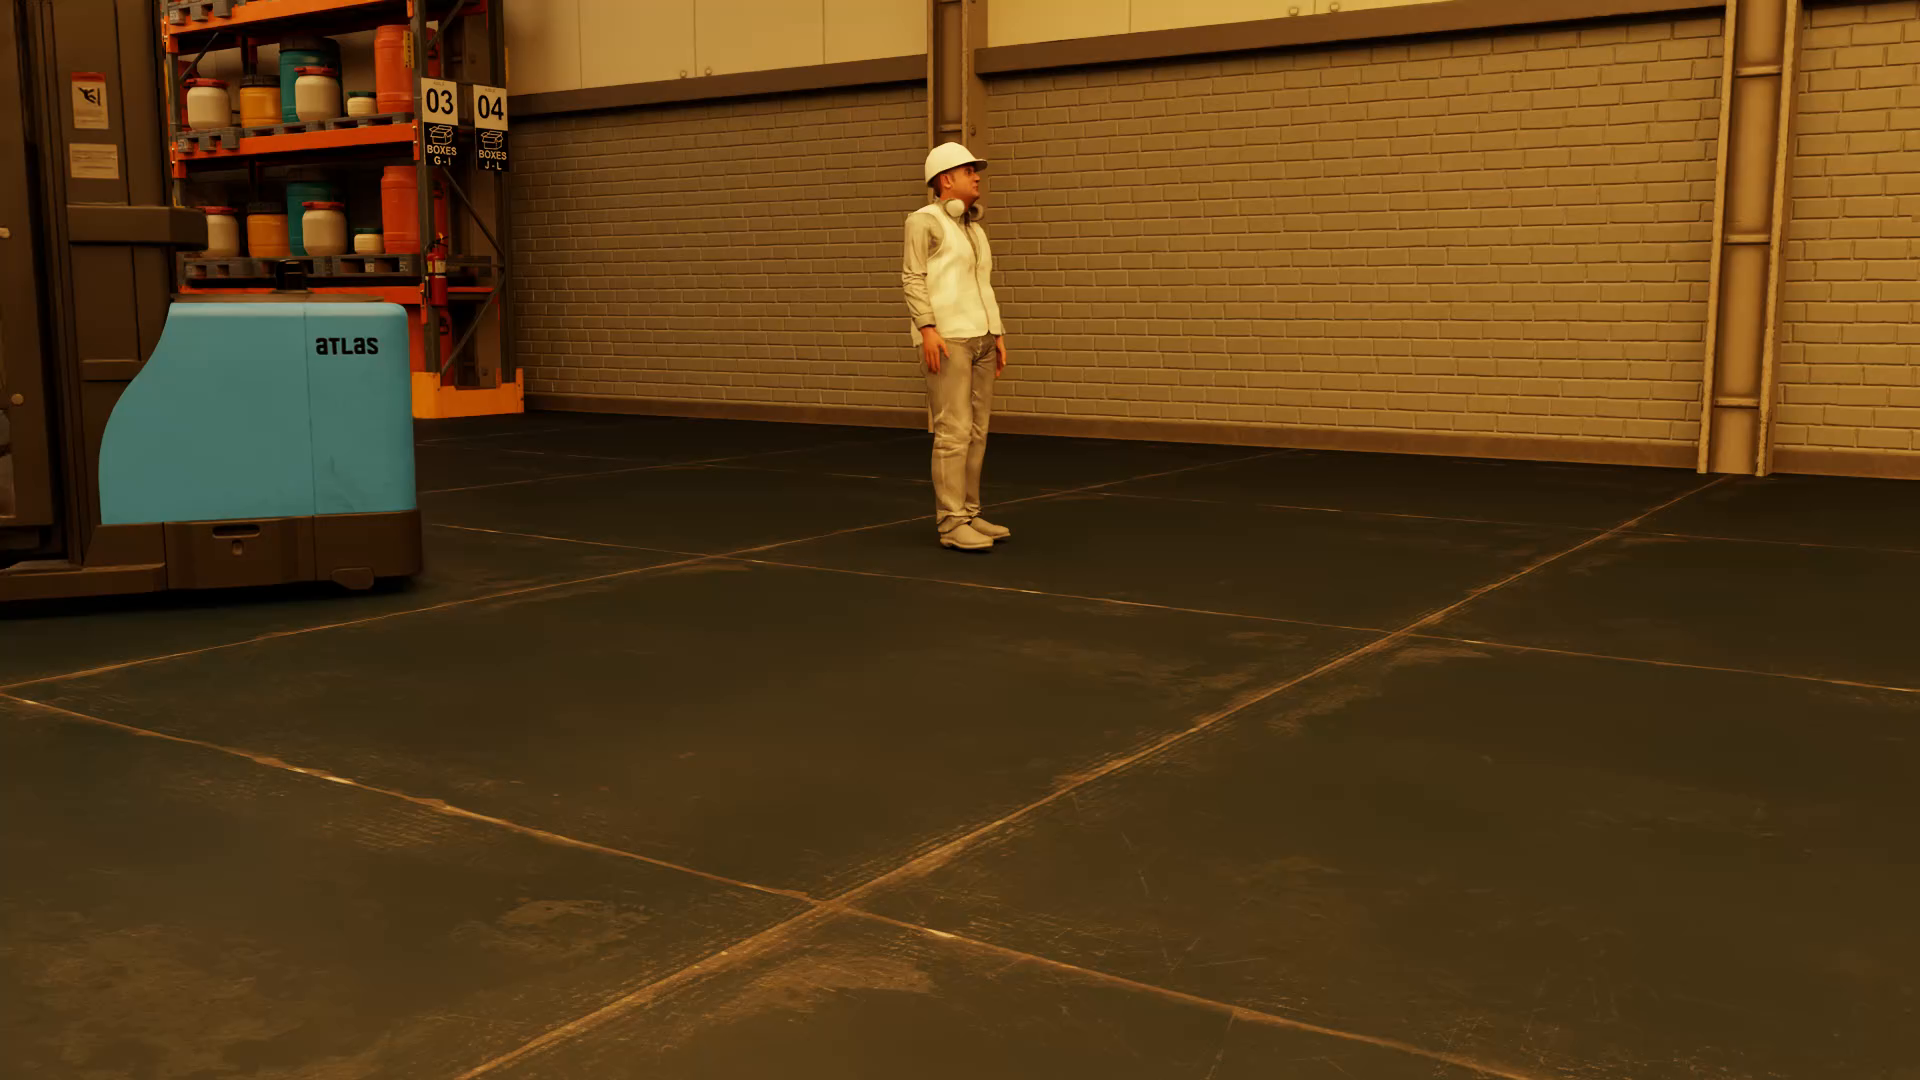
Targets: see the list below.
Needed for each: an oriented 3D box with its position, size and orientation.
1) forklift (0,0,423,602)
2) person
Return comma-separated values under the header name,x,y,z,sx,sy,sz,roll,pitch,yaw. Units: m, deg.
name,x,y,z,sx,sy,sz,roll,pitch,yaw
forklift,-3.586,-1.236,5.887,3.031,2.935,1.130,-3,9,-22
person,0.048,-0.879,7.437,0.566,1.775,0.633,5,10,34
